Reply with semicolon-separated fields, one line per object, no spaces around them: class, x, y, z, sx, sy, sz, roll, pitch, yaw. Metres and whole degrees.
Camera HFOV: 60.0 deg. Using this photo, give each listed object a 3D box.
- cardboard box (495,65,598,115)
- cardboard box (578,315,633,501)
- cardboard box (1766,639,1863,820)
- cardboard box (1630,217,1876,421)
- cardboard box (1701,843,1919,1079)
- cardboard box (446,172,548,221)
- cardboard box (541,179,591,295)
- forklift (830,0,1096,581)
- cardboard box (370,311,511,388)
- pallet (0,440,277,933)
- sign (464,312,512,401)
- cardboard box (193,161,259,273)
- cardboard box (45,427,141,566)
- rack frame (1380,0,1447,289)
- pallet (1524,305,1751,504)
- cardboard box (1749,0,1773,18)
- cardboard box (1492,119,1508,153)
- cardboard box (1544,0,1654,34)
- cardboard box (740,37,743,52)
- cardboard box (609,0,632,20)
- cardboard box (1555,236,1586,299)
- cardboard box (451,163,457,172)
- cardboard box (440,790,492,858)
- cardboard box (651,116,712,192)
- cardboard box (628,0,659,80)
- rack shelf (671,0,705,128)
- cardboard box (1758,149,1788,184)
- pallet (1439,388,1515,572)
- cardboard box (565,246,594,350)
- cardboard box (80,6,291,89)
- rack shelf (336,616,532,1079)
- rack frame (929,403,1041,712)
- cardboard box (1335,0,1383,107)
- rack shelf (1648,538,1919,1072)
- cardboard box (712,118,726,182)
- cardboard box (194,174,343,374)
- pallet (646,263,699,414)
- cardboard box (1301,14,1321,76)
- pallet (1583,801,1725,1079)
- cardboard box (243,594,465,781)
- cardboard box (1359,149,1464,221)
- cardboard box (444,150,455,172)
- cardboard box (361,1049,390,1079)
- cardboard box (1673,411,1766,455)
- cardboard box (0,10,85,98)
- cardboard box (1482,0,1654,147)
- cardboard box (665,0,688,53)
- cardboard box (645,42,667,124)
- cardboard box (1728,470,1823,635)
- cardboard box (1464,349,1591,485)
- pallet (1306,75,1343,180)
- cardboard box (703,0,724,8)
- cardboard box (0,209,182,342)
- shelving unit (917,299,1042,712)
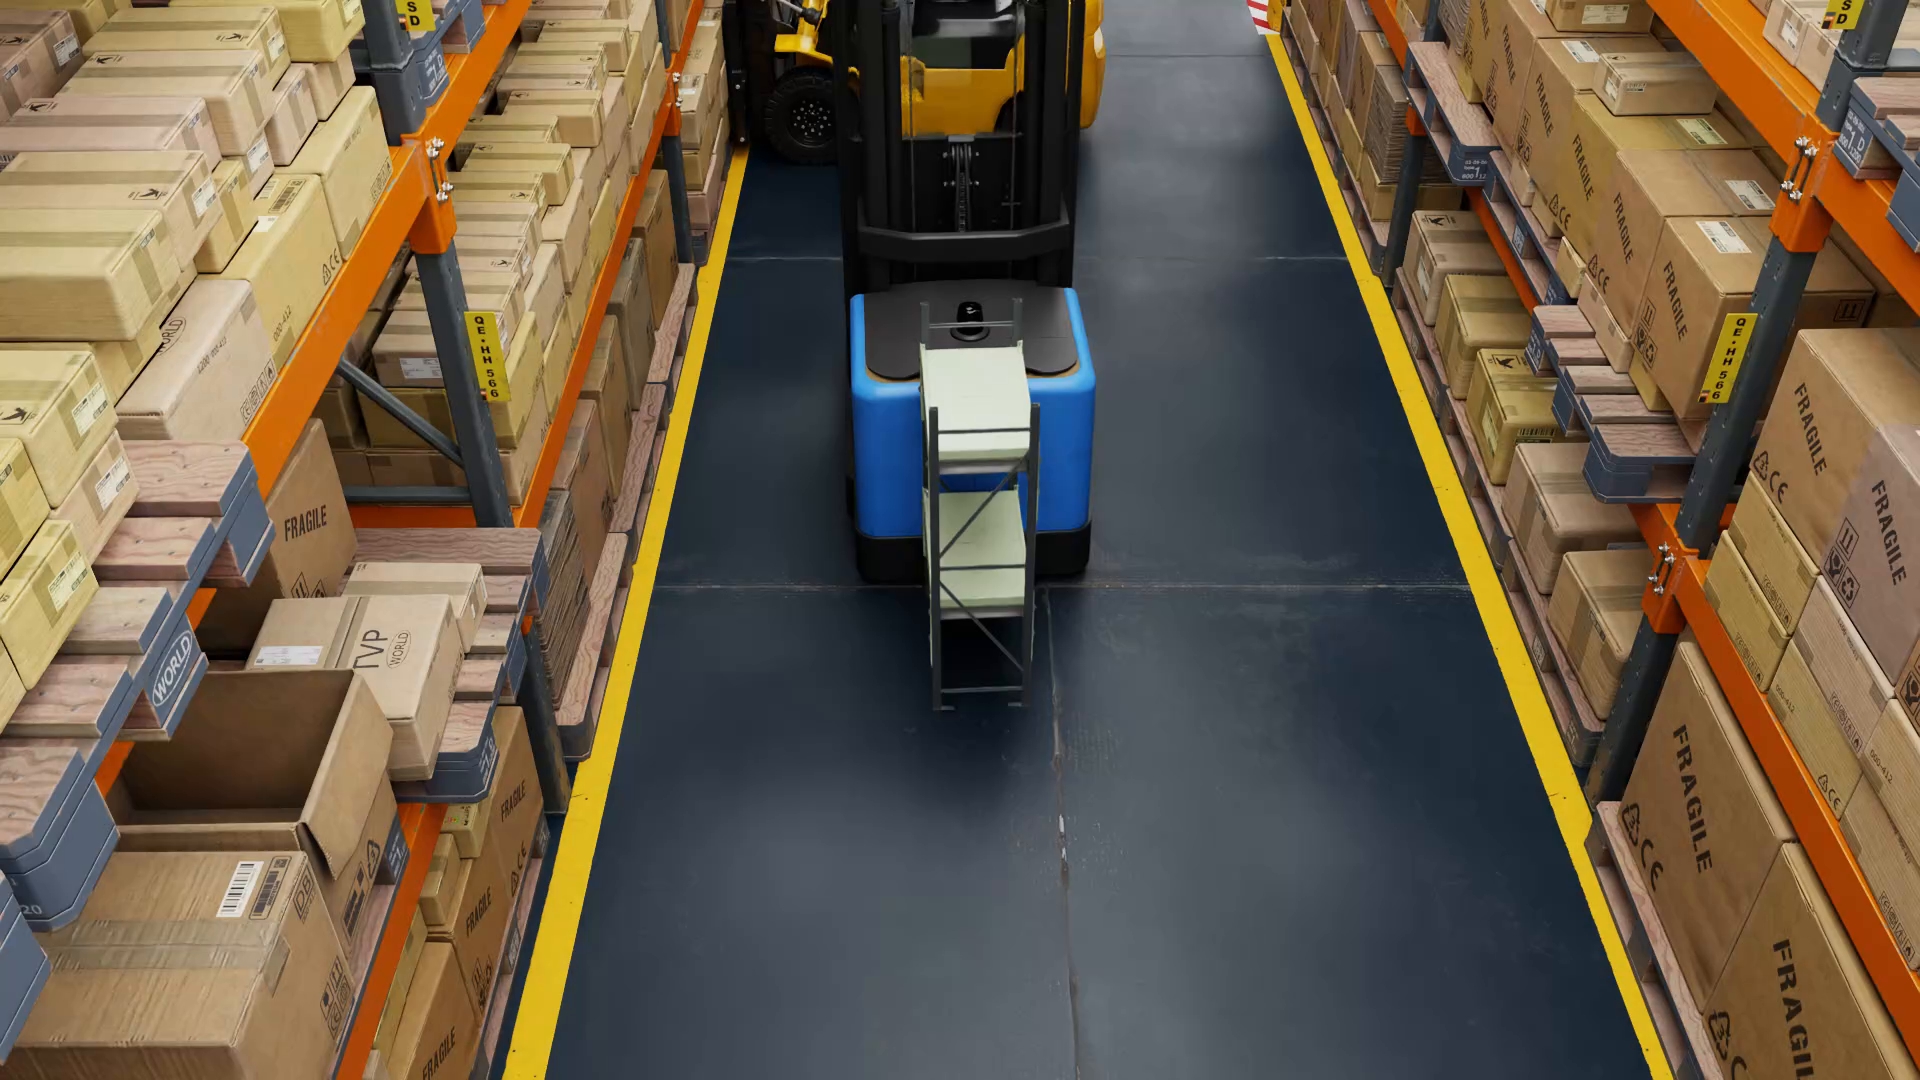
cardboard box;-1.772;-1.925;7.155;0.380;0.149;0.250;0;39;0
cardboard box;-2.018;-0.601;7.665;0.875;0.625;0.625;-2;39;-2
cardboard box;2.710;0.536;4.803;0.500;0.250;0.500;-1;39;-1
cardboard box;2.664;-0.753;5.638;0.500;0.500;0.500;-1;39;-1
cardboard box;2.857;1.505;4.837;0.875;0.875;0.875;0;39;1
cardboard box;-1.798;-1.284;6.355;0.380;0.149;0.250;0;39;0
cardboard box;-1.760;-1.199;6.567;0.500;0.250;0.500;-1;39;-1
forklift;-0.025;-1.867;7.735;1.130;2.935;3.031;-2;39;-3
cardboard box;-1.727;-0.636;5.546;0.380;0.149;0.250;1;39;1
pallet;-1.952;0.204;2.849;1.213;0.211;1.003;0;39;0
sign;-1.479;-0.571;5.202;0.100;0.325;0.005;0;39;0
cardboard box;-1.781;-0.708;3.638;0.380;0.149;0.250;0;39;0
cardboard box;-1.647;-0.067;2.821;0.380;0.149;0.250;1;39;1
rack frame;2.938;-2.652;8.660;1.000;3.000;0.127;0;39;0
pallet;2.835;-0.521;6.155;1.213;0.211;1.003;0;39;0
cardboard box;2.951;-1.952;5.309;0.700;0.500;0.500;0;39;0
cardboard box;2.649;-1.877;7.559;0.380;0.149;0.250;1;39;1
cardboard box;2.689;-2.250;6.987;0.380;0.149;0.250;2;39;2
cardboard box;-1.706;-3.492;11.172;0.500;0.250;0.500;-1;39;-1
cardboard box;-1.785;-2.563;7.951;0.380;0.149;0.250;-1;39;-1
cardboard box;2.582;-1.075;6.558;0.380;0.149;0.250;1;39;1
cardboard box;-2.293;-1.509;6.955;0.500;0.250;0.500;-1;39;-1
cardboard box;-1.736;0.894;5.381;0.380;0.149;0.250;-2;39;-2
cardboard box;-1.718;-2.234;9.603;0.500;0.250;0.500;0;39;0
cardboard box;-1.770;-2.475;8.160;0.500;0.250;0.500;-1;39;-1
rack shelf;-2.028;-3.616;10.438;1.077;0.370;4.000;0;39;0
cardboard box;3.166;-1.077;6.041;0.500;0.500;0.500;2;39;2
pallet;2.944;-0.312;7.970;1.003;0.211;1.213;0;39;0
cardboard box;-1.781;-1.000;6.719;0.500;0.250;0.500;-1;39;-2
cardboard box;-1.831;-1.149;3.949;0.380;0.149;0.250;-1;39;-2
rack shelf;-2.019;1.387;4.196;1.077;0.370;4.000;0;39;0
rack frame;0.088;0.109;6.414;0.400;1.500;0.023;-2;39;-3
cardboard box;2.665;-3.042;10.411;0.500;0.500;0.500;2;39;2
rack shelf;2.945;1.381;4.203;1.077;0.370;4.000;0;39;0
cardboard box;-1.711;-2.357;10.155;0.500;0.250;0.500;-1;39;-1
cardboard box;-1.777;-0.621;3.848;0.500;0.250;0.500;0;39;0
pallet;-1.986;-1.097;8.950;1.003;0.211;1.213;0;39;0
cardboard box;2.651;-3.420;11.482;0.500;0.250;0.500;1;39;2
pallet;2.868;1.431;5.795;1.003;0.211;1.213;0;39;0
cardboard box;-1.696;0.410;4.624;0.500;0.250;0.500;-2;39;-2
cardboard box;2.668;-2.112;9.850;0.500;0.250;0.500;2;39;2
cardboard box;-2.245;-1.600;6.749;0.380;0.149;0.250;1;39;1
cardboard box;-1.794;1.552;4.559;0.380;0.149;0.250;-2;39;-2
cardboard box;2.707;-0.421;5.741;0.380;0.149;0.250;1;39;2
cardboard box;-2.326;-1.139;3.937;0.380;0.149;0.250;0;39;0
cardboard box;2.640;-2.055;7.262;0.500;0.500;0.500;0;39;0
cardboard box;-1.765;-2.962;8.968;0.500;0.500;0.500;-1;39;-1
cardboard box;-1.764;-2.272;8.307;0.500;0.250;0.500;1;39;1
cardboard box;2.696;0.030;5.034;0.500;0.250;0.500;0;39;0
cardboard box;2.948;-0.578;7.838;0.950;0.372;0.625;1;39;1
pallet;2.897;-2.748;11.011;1.003;0.211;1.213;0;39;0
cardboard box;-1.708;-3.389;10.643;0.500;0.250;0.500;-1;39;-1
cardboard box;-1.724;-0.502;3.142;0.380;0.149;0.250;0;39;0
shelving unit;0.066;-0.119;6.700;0.431;1.500;0.755;-2;39;-3
